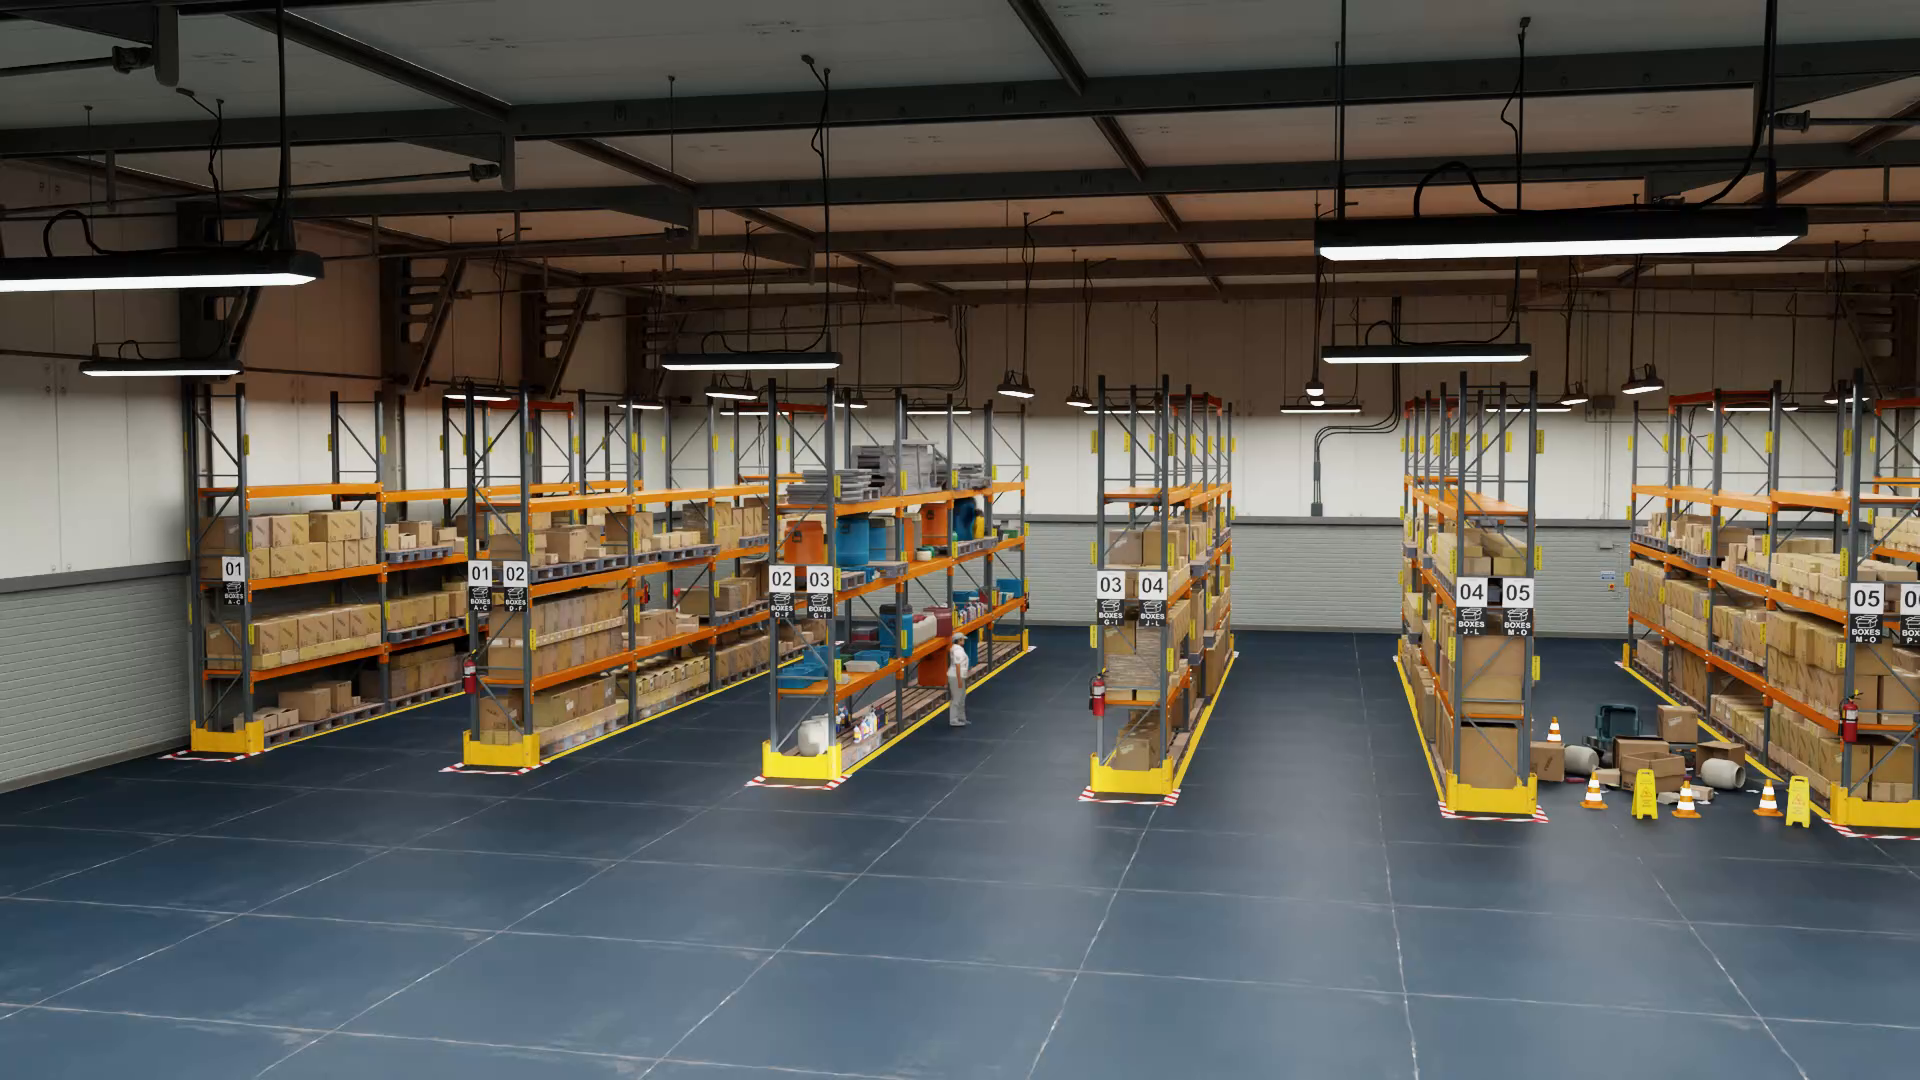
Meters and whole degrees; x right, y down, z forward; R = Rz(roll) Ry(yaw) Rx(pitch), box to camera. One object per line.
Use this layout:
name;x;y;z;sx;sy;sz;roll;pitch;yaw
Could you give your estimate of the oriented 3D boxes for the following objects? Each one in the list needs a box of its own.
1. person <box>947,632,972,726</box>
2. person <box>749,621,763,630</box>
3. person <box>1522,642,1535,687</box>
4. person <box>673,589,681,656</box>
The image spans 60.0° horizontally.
person;0.003;2.494;29.692;0.475;1.696;0.540;0;3;-3
person;-5.420;1.661;44.531;0.477;1.584;0.441;3;4;42
person;11.661;2.182;34.399;0.444;1.730;0.574;3;4;38
person;-6.221;2.016;37.453;0.672;1.846;0.611;-1;3;-12
